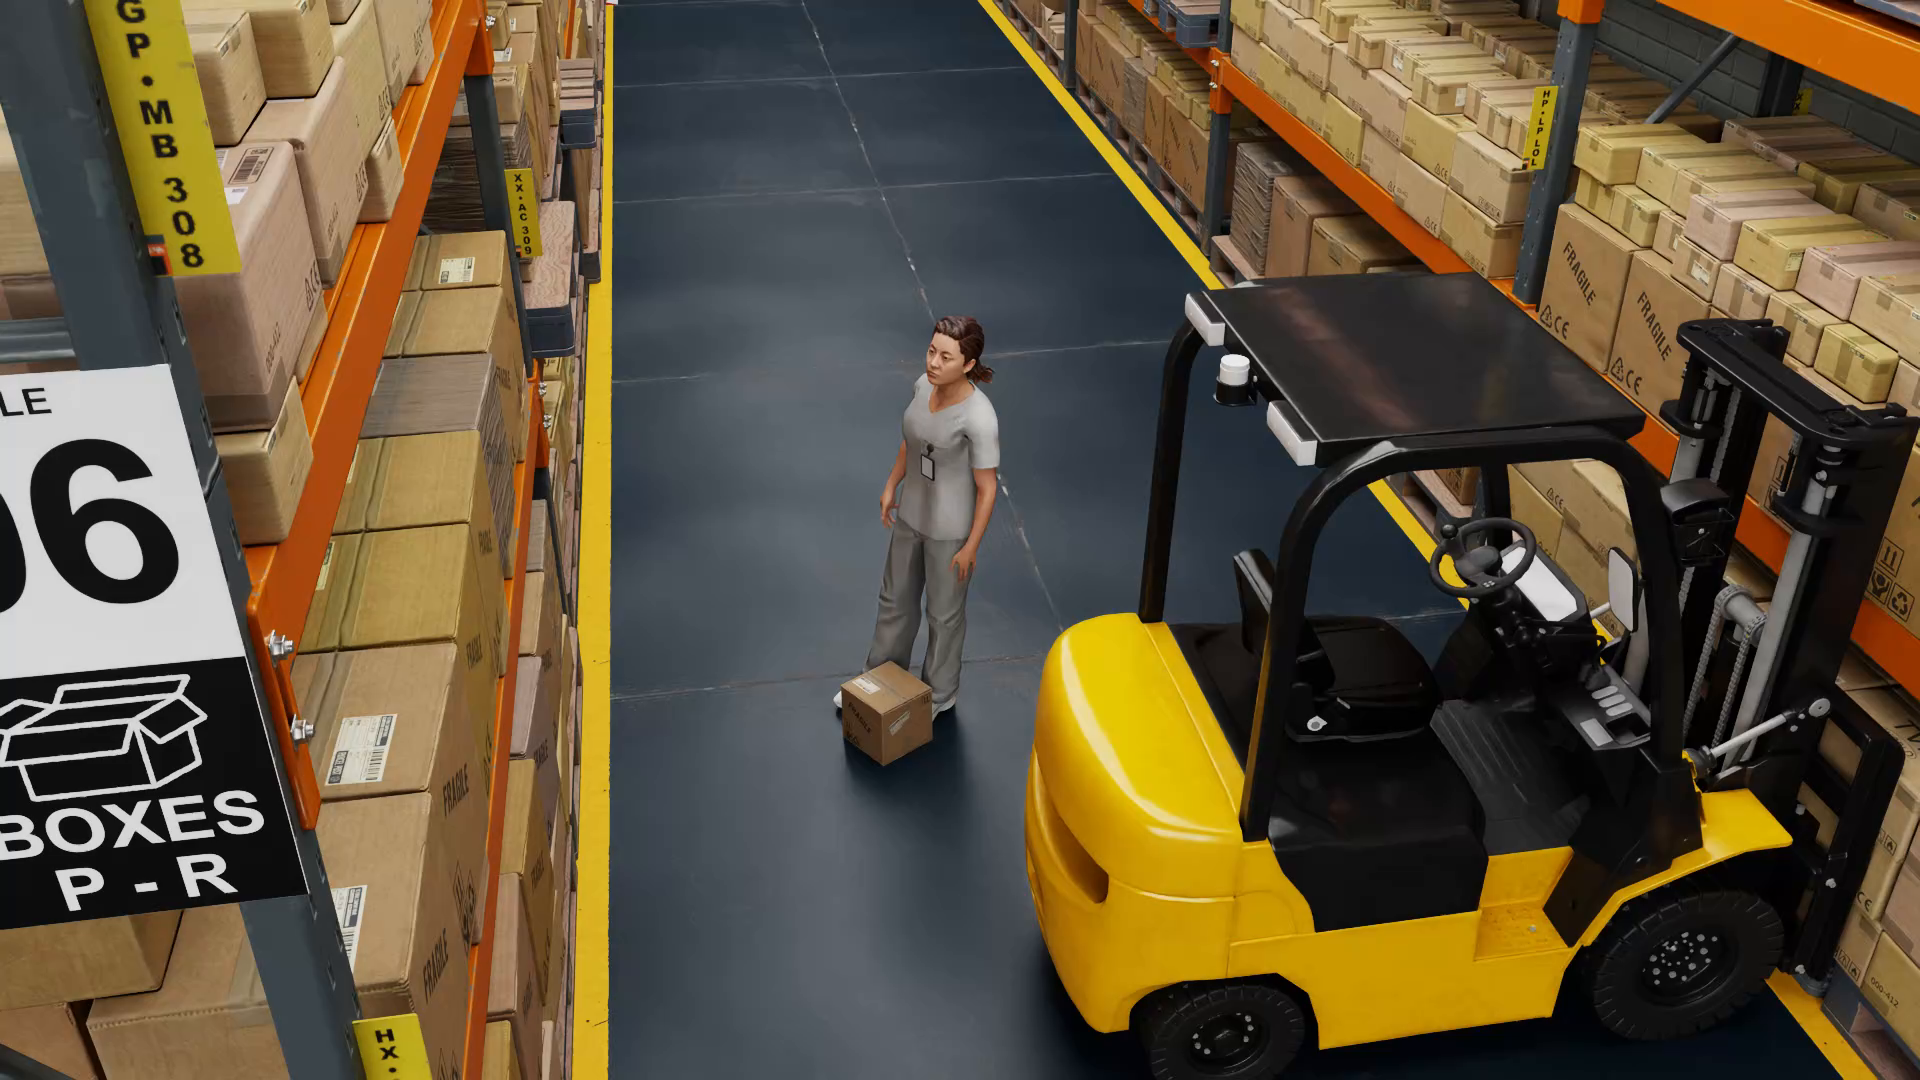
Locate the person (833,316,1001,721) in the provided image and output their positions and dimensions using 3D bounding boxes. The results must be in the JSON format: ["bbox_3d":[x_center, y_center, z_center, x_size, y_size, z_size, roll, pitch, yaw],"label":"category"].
[{"bbox_3d":[-0.139,-0.039,6.181,0.548,1.673,0.550,-23,38,-33],"label":"person"}]
